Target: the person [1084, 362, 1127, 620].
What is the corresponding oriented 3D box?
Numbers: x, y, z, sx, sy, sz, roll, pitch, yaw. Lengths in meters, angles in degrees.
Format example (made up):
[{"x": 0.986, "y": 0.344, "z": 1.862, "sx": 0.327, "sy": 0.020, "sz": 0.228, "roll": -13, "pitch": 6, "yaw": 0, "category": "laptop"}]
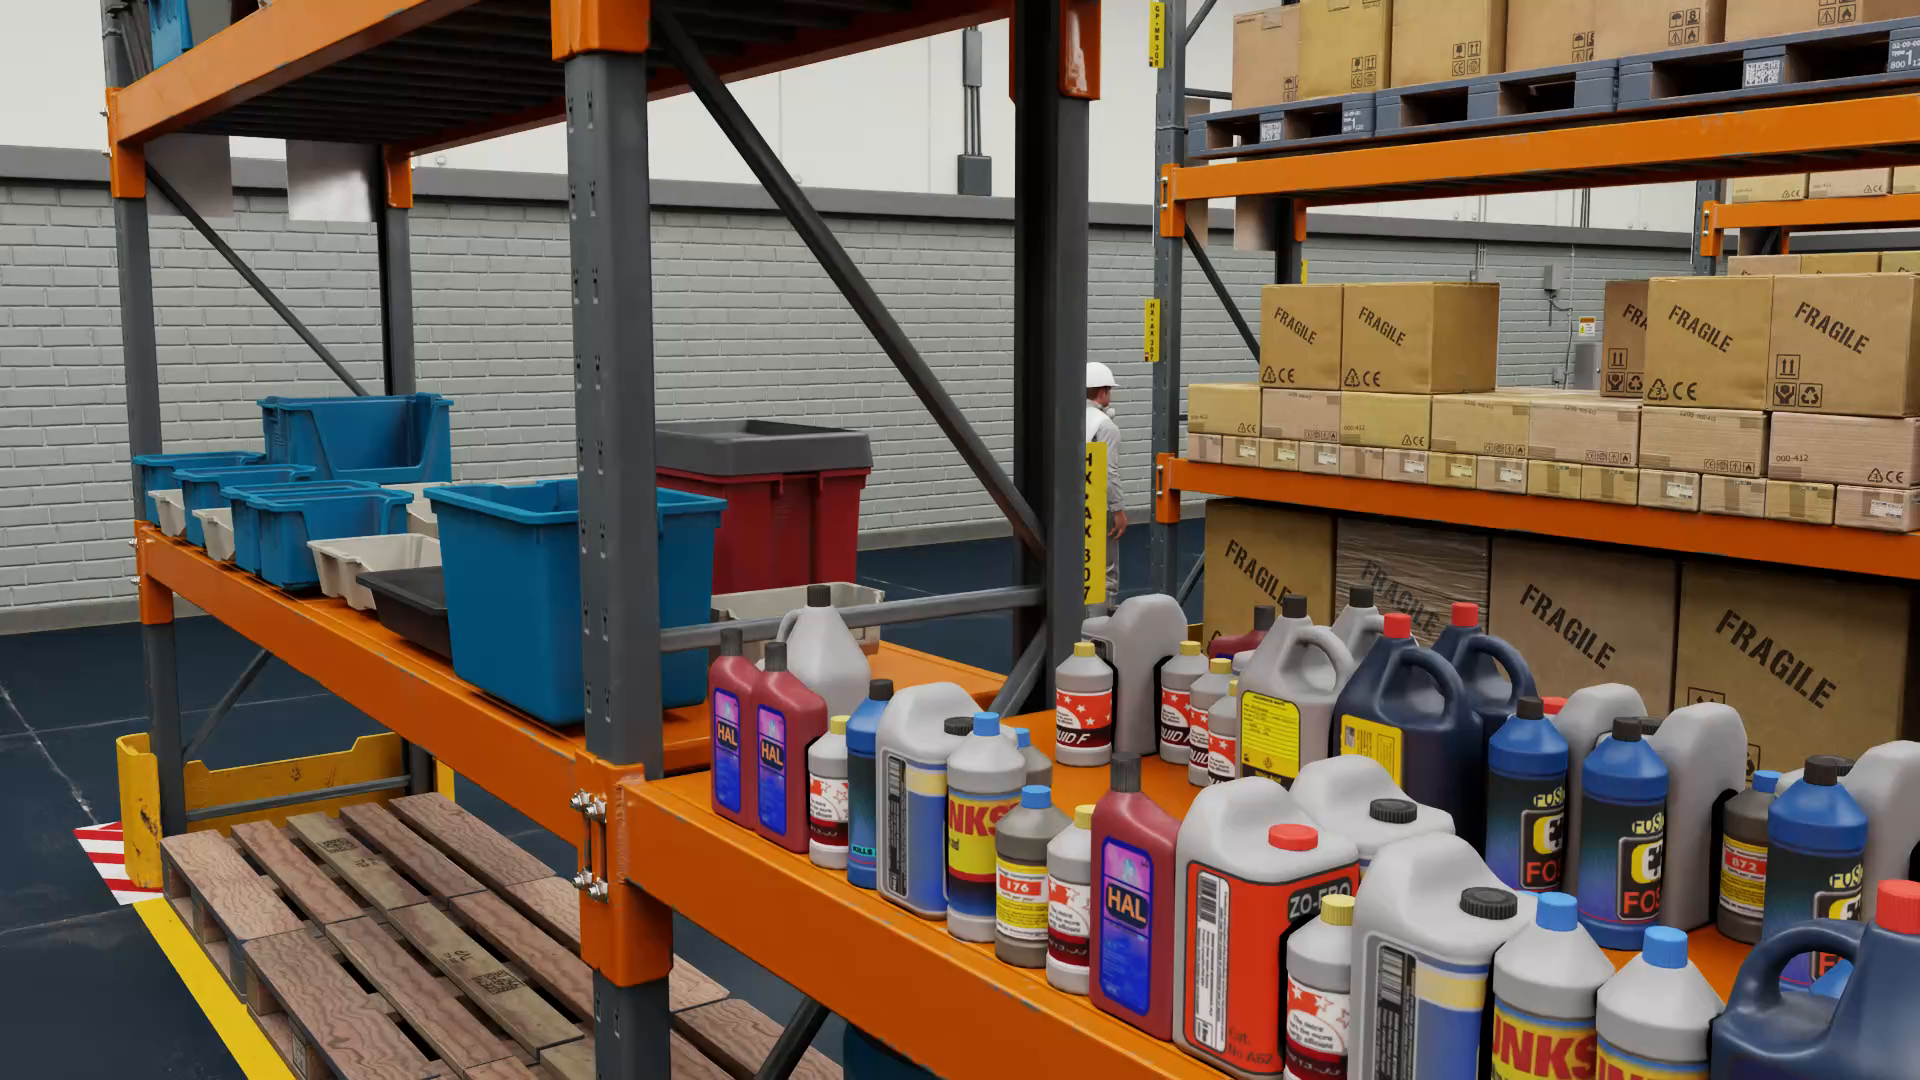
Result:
[{"x": 0.771, "y": -0.178, "z": 10.012, "sx": 0.461, "sy": 1.772, "sz": 0.580, "roll": -6, "pitch": 10, "yaw": -36, "category": "person"}]
